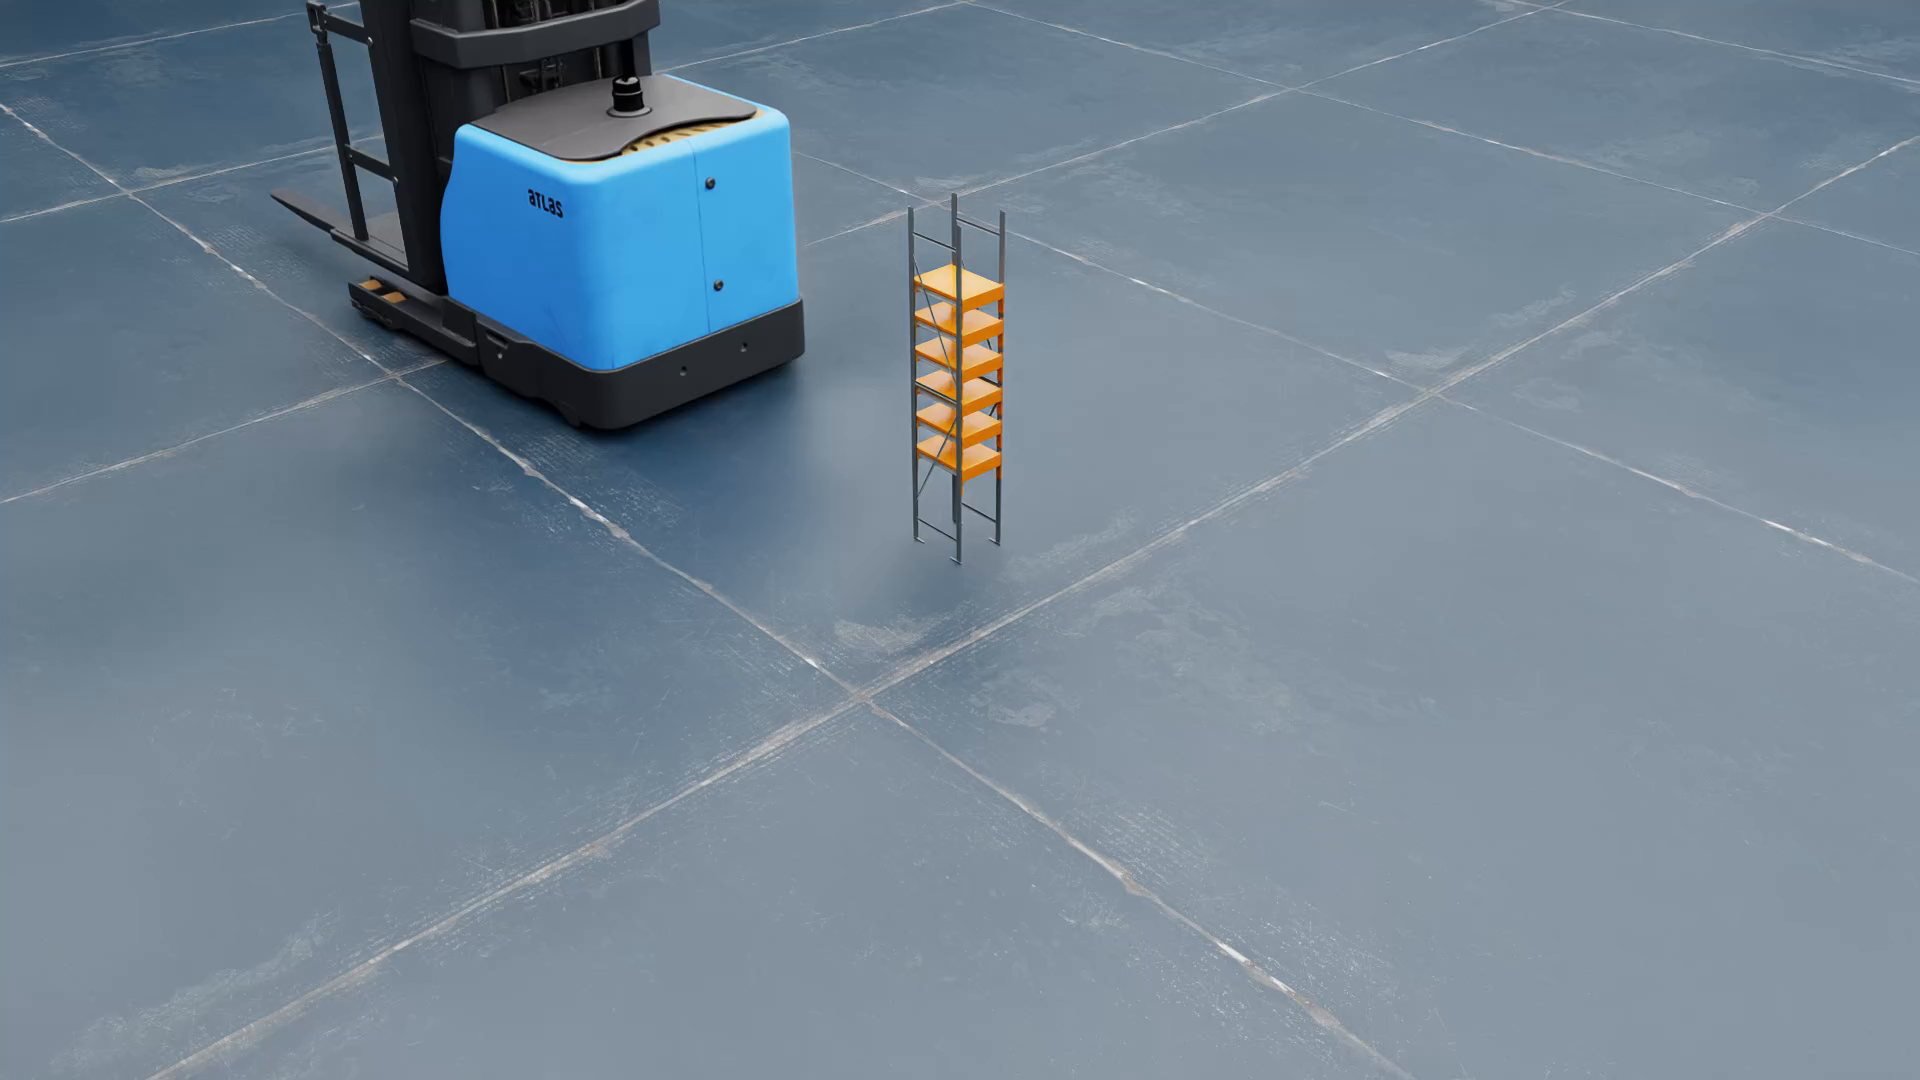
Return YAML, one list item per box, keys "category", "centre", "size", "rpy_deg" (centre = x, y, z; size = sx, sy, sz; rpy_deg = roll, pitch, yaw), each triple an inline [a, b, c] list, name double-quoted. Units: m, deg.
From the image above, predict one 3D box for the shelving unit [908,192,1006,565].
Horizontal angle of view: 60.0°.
- category: "shelving unit"
  centre: [-0.011, -0.507, 5.429]
  size: [0.189, 1.200, 0.258]
  rpy_deg: [-26, 40, -35]

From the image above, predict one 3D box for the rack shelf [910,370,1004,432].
- category: "rack shelf"
  centre: [-0.011, -0.469, 5.452]
  size: [0.180, 0.103, 0.258]
  rpy_deg: [-26, 40, -35]

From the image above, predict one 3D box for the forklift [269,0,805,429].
- category: "forklift"
  centre: [-2.048, -2.332, 6.753]
  size: [3.031, 2.935, 1.130]
  rpy_deg: [27, 40, 37]

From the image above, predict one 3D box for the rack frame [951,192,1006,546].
- category: "rack frame"
  centre: [0.056, -0.539, 5.482]
  size: [0.006, 1.200, 0.240]
  rpy_deg: [-26, 40, -35]

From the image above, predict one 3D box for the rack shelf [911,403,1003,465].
- category: "rack shelf"
  centre: [-0.011, -0.366, 5.514]
  size: [0.180, 0.103, 0.258]
  rpy_deg: [-26, 40, -35]

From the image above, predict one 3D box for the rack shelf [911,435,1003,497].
- category: "rack shelf"
  centre: [-0.011, -0.264, 5.577]
  size: [0.180, 0.103, 0.258]
  rpy_deg: [-26, 40, -35]

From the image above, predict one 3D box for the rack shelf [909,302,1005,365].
- category: "rack shelf"
  centre: [-0.011, -0.674, 5.327]
  size: [0.180, 0.103, 0.258]
  rpy_deg: [-26, 40, -35]

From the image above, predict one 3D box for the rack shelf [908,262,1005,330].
- category: "rack shelf"
  centre: [-0.011, -0.776, 5.264]
  size: [0.180, 0.103, 0.258]
  rpy_deg: [-26, 40, -35]

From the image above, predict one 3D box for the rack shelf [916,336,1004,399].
- category: "rack shelf"
  centre: [-0.011, -0.571, 5.389]
  size: [0.180, 0.103, 0.258]
  rpy_deg: [-26, 40, -35]

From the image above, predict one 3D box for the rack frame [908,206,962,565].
- category: "rack frame"
  centre: [-0.078, -0.474, 5.376]
  size: [0.006, 1.200, 0.240]
  rpy_deg: [-26, 40, -35]
